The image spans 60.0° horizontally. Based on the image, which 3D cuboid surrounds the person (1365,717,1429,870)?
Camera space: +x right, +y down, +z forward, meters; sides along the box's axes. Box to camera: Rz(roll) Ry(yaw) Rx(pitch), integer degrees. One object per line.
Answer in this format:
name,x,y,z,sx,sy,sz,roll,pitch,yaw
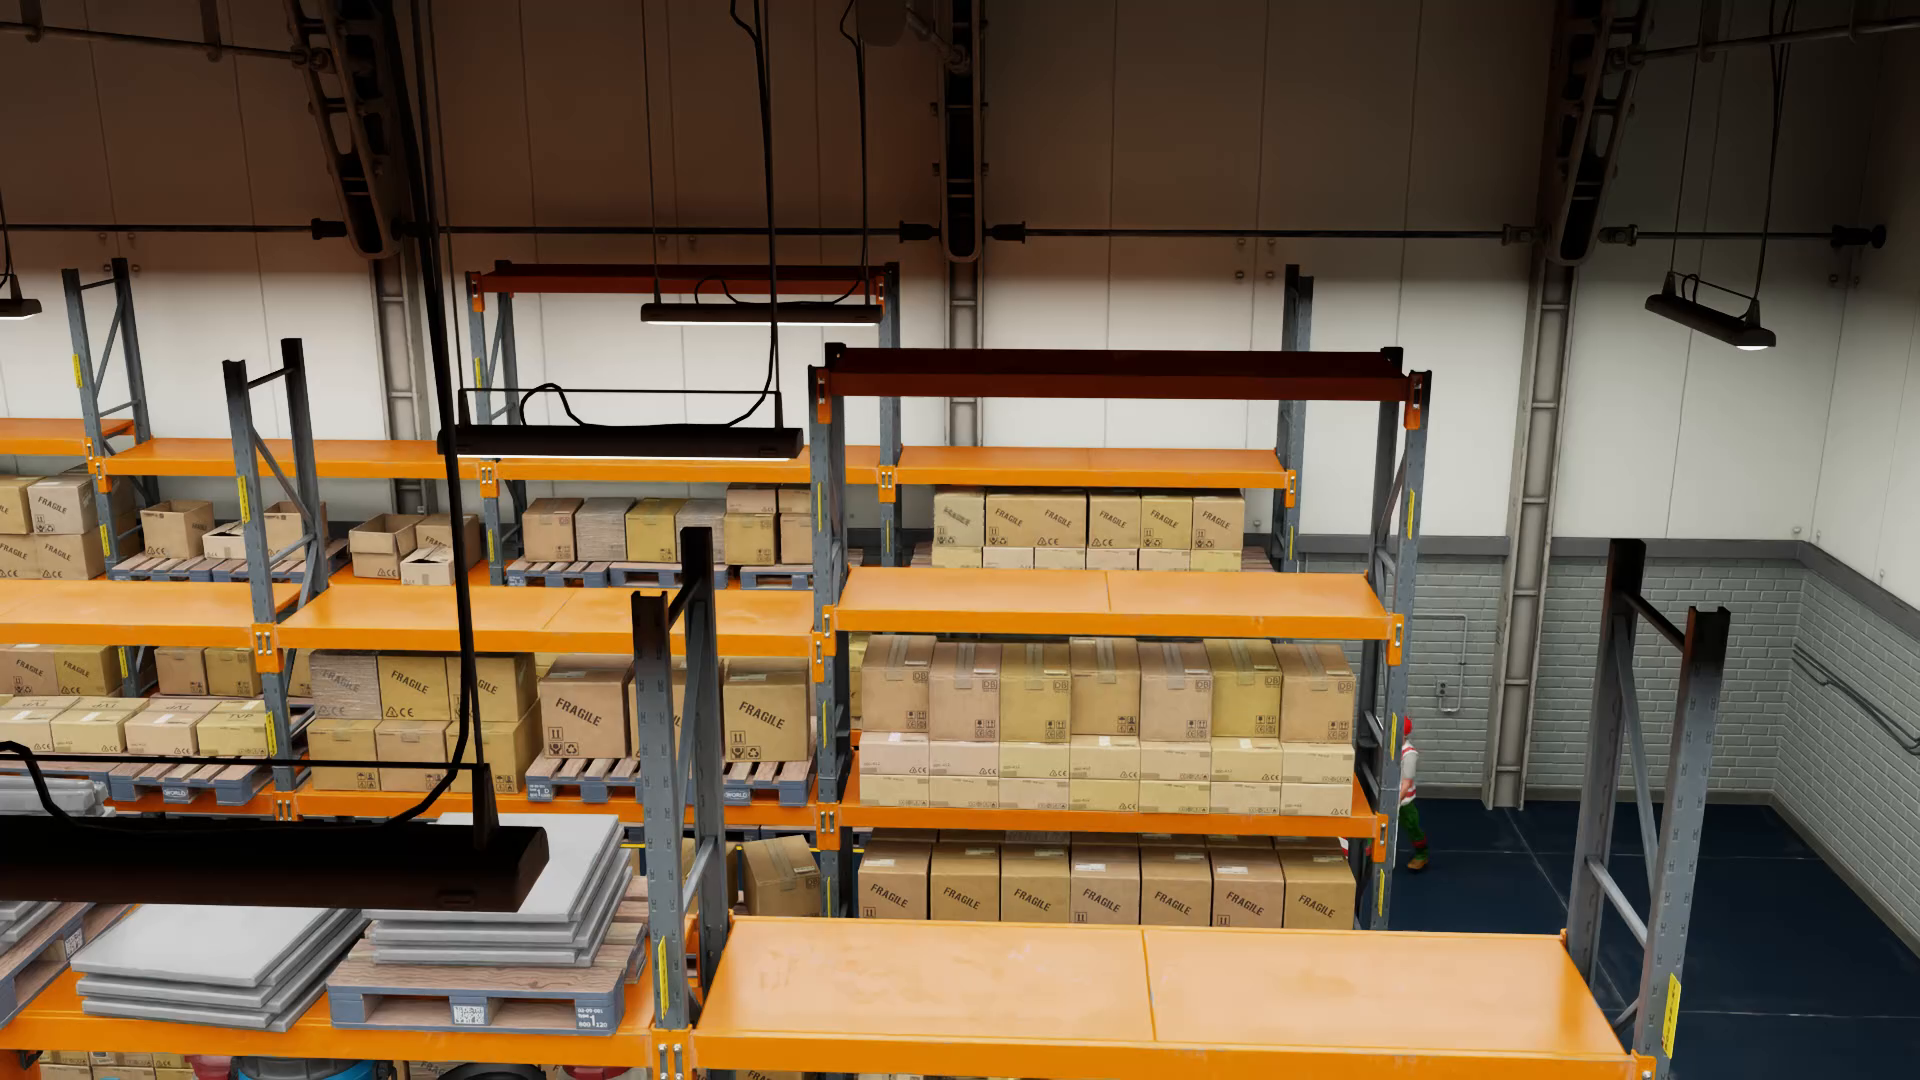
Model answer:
person,4.295,2.557,16.595,1.094,1.721,0.554,-10,19,-30
